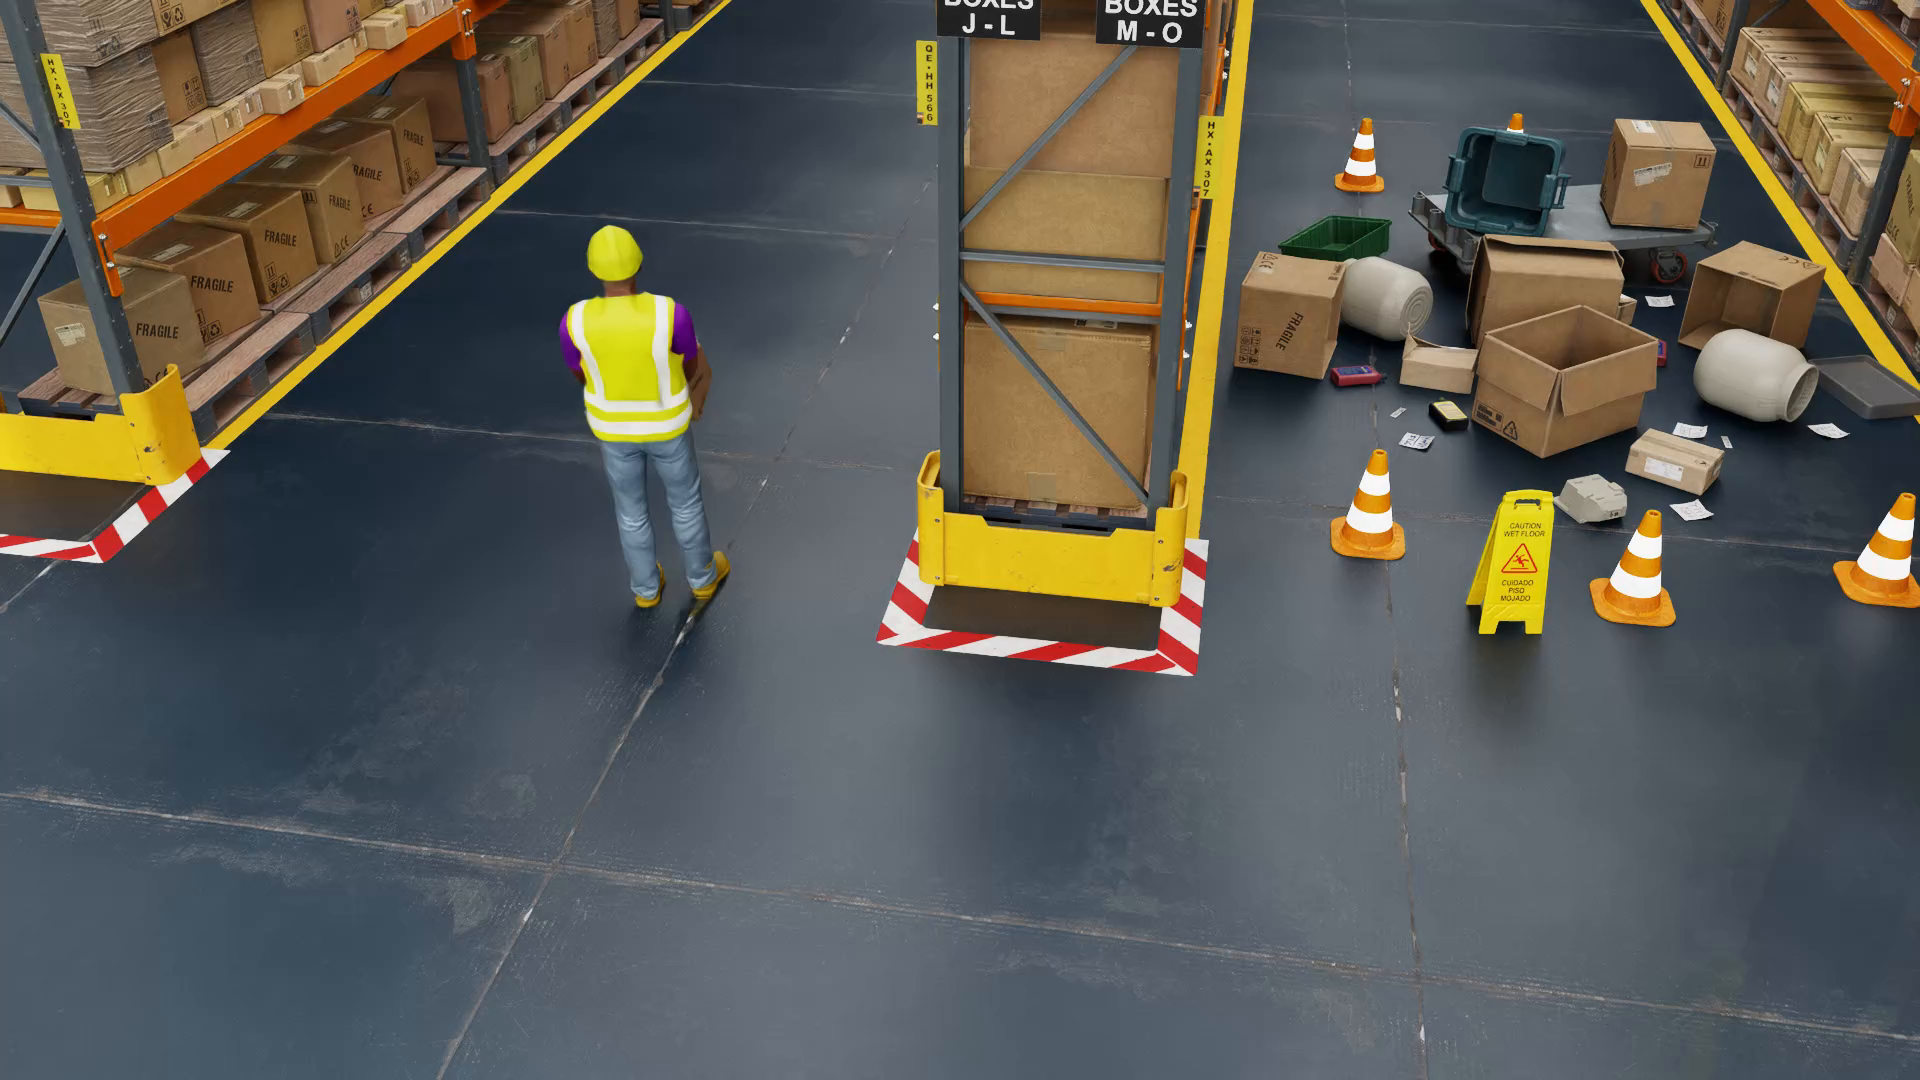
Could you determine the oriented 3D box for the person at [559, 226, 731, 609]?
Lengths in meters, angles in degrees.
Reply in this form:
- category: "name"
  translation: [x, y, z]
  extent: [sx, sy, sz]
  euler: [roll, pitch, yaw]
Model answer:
- category: "person"
  translation: [-1.313, -0.515, 6.929]
  extent: [0.576, 1.767, 0.539]
  euler: [-3, 32, -5]
